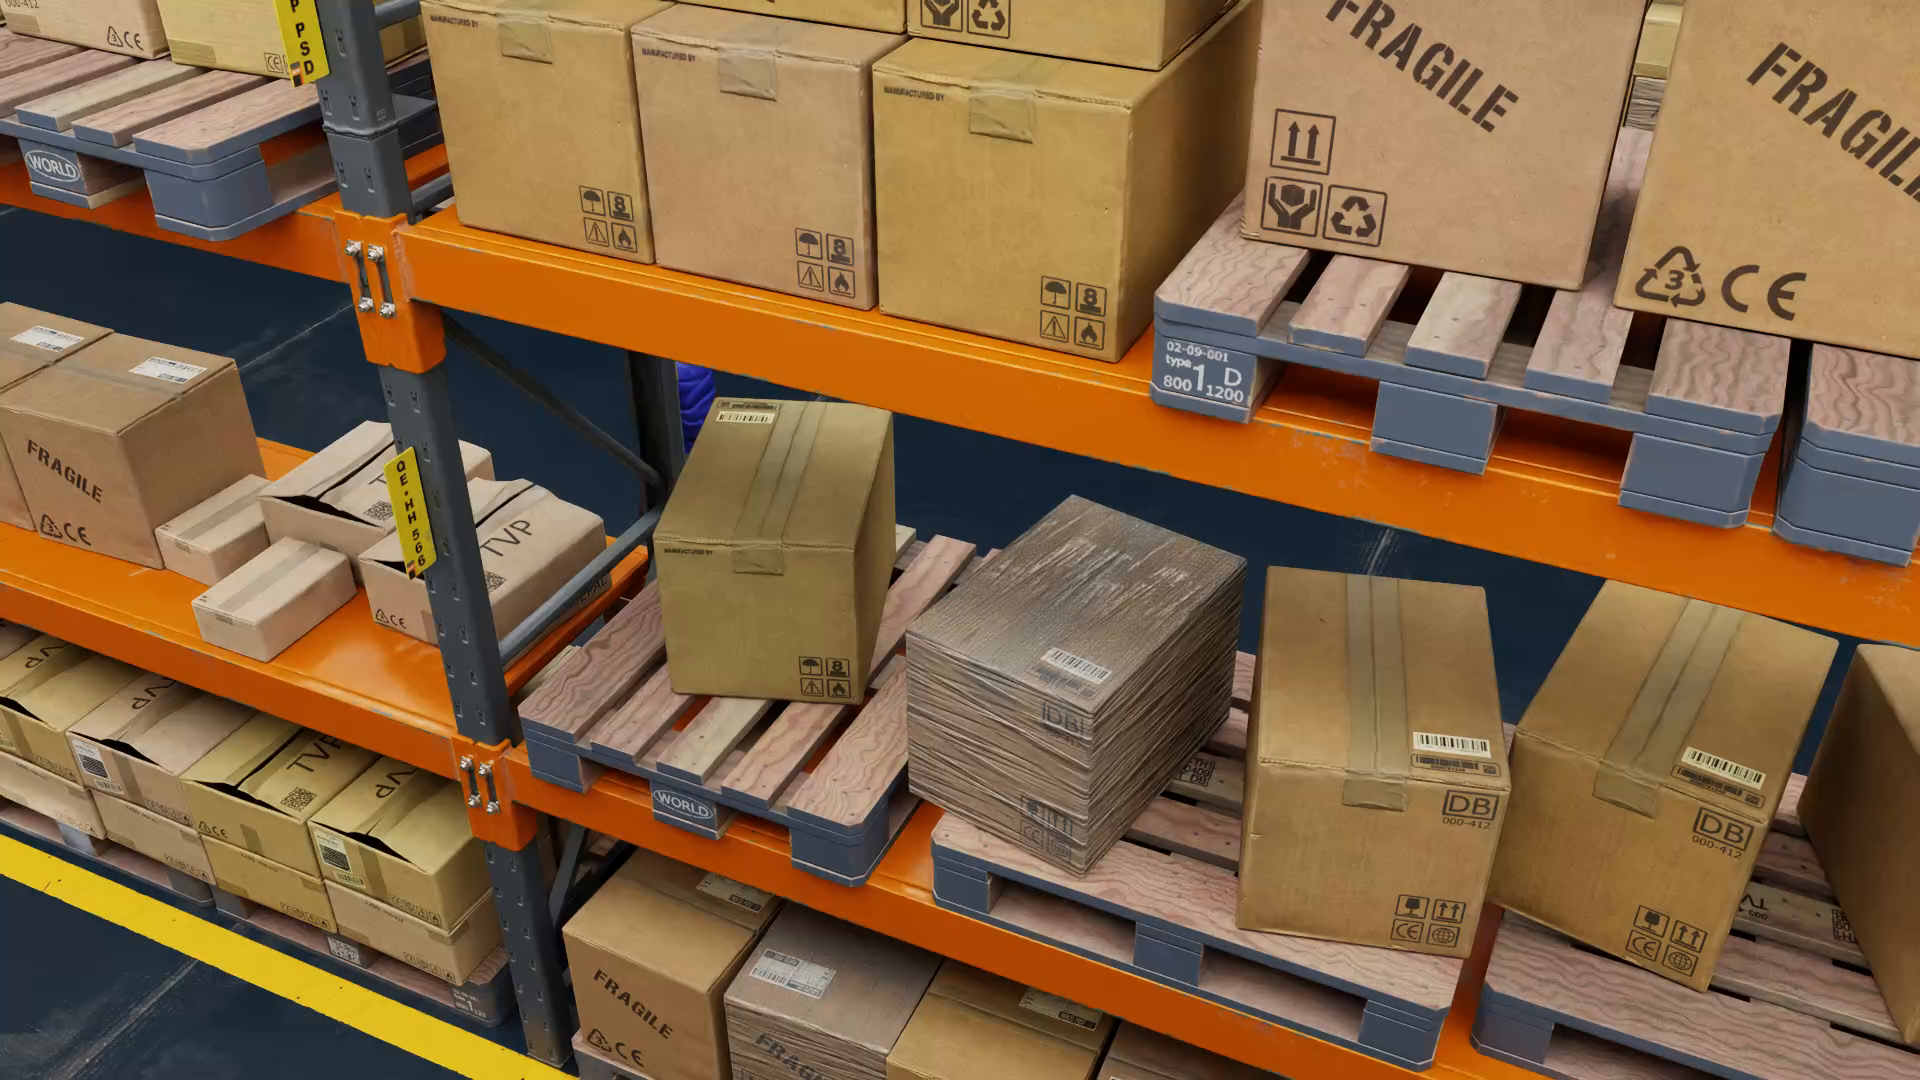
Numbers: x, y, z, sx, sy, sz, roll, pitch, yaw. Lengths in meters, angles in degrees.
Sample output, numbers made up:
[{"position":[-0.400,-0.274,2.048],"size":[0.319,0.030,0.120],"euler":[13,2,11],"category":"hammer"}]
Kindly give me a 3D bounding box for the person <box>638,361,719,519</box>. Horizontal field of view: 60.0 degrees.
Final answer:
[{"position":[-1.099,-0.263,6.538],"size":[0.352,1.654,0.514],"euler":[14,36,19],"category":"person"}]
